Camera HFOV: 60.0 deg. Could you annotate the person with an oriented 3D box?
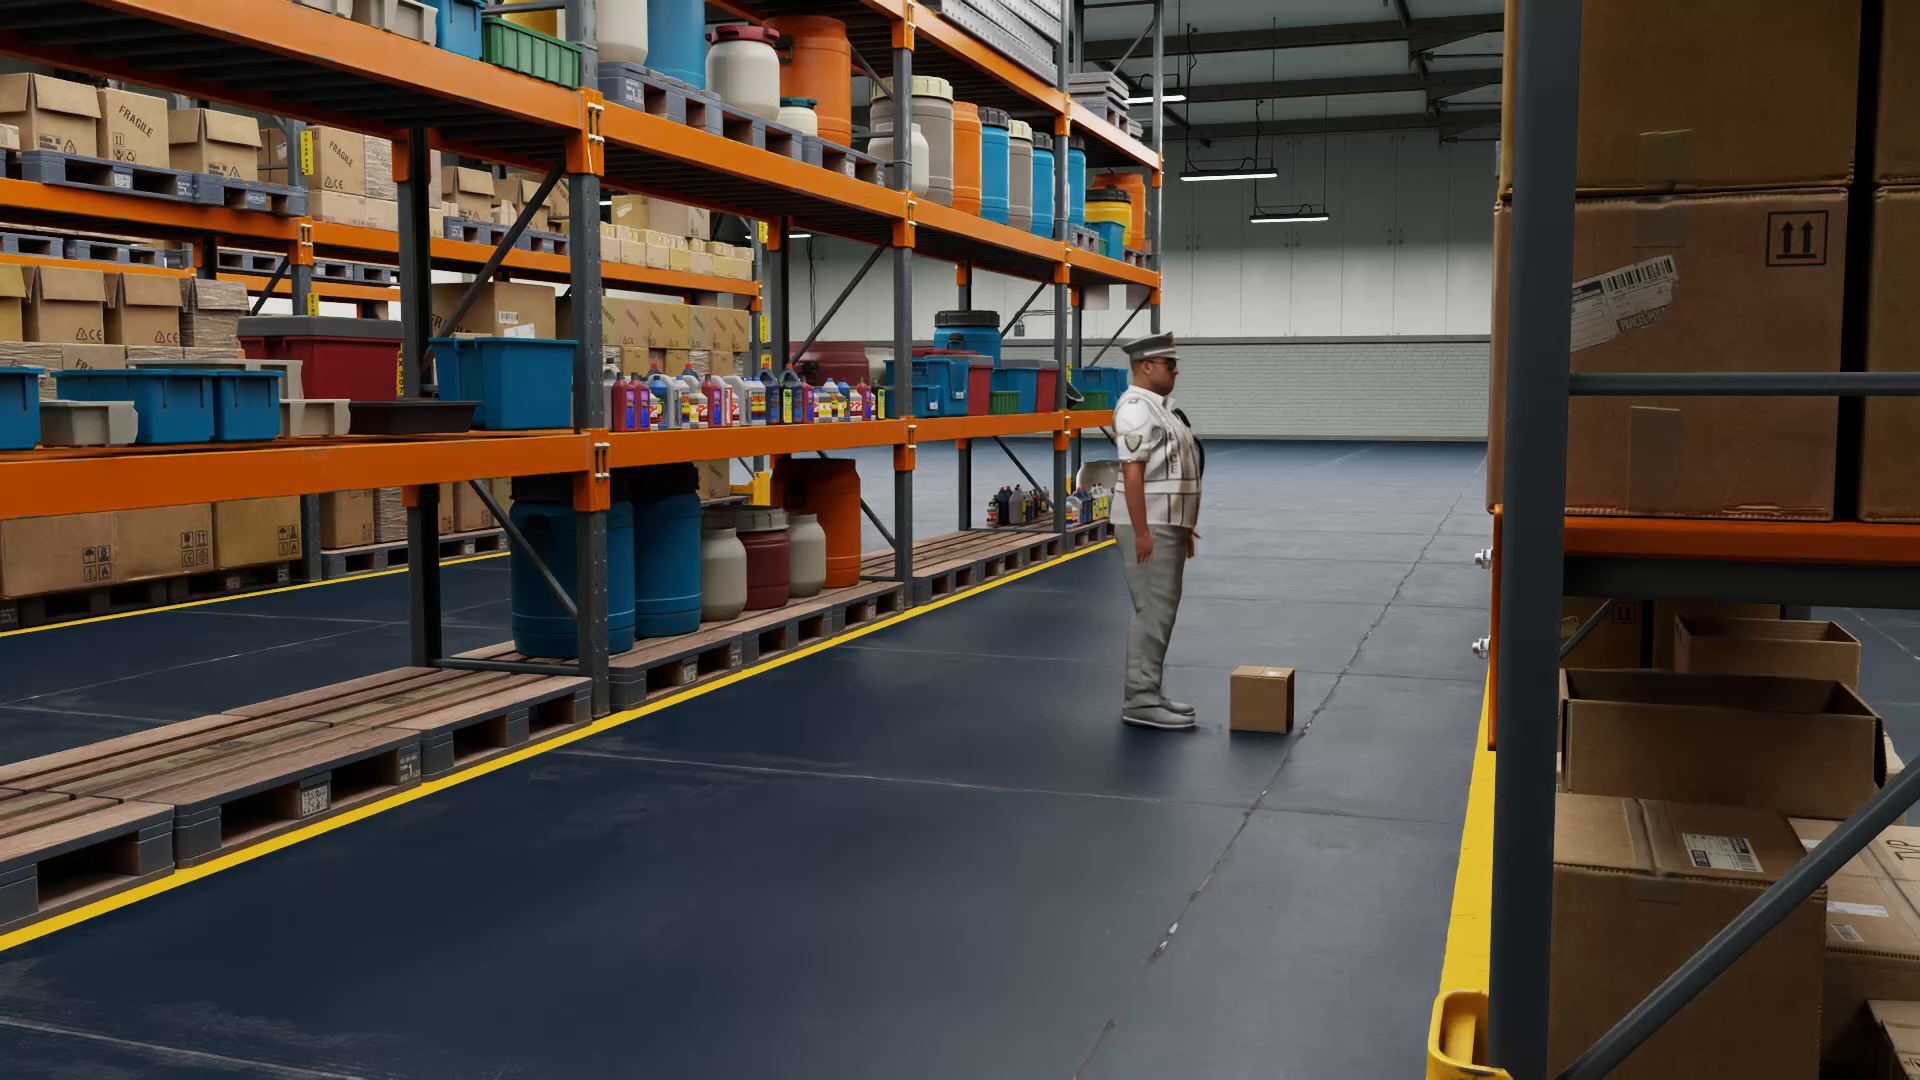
[{"bbox_3d":[0.902,-0.053,7.519,0.416,1.771,0.542,2,5,20],"label":"person"}]
